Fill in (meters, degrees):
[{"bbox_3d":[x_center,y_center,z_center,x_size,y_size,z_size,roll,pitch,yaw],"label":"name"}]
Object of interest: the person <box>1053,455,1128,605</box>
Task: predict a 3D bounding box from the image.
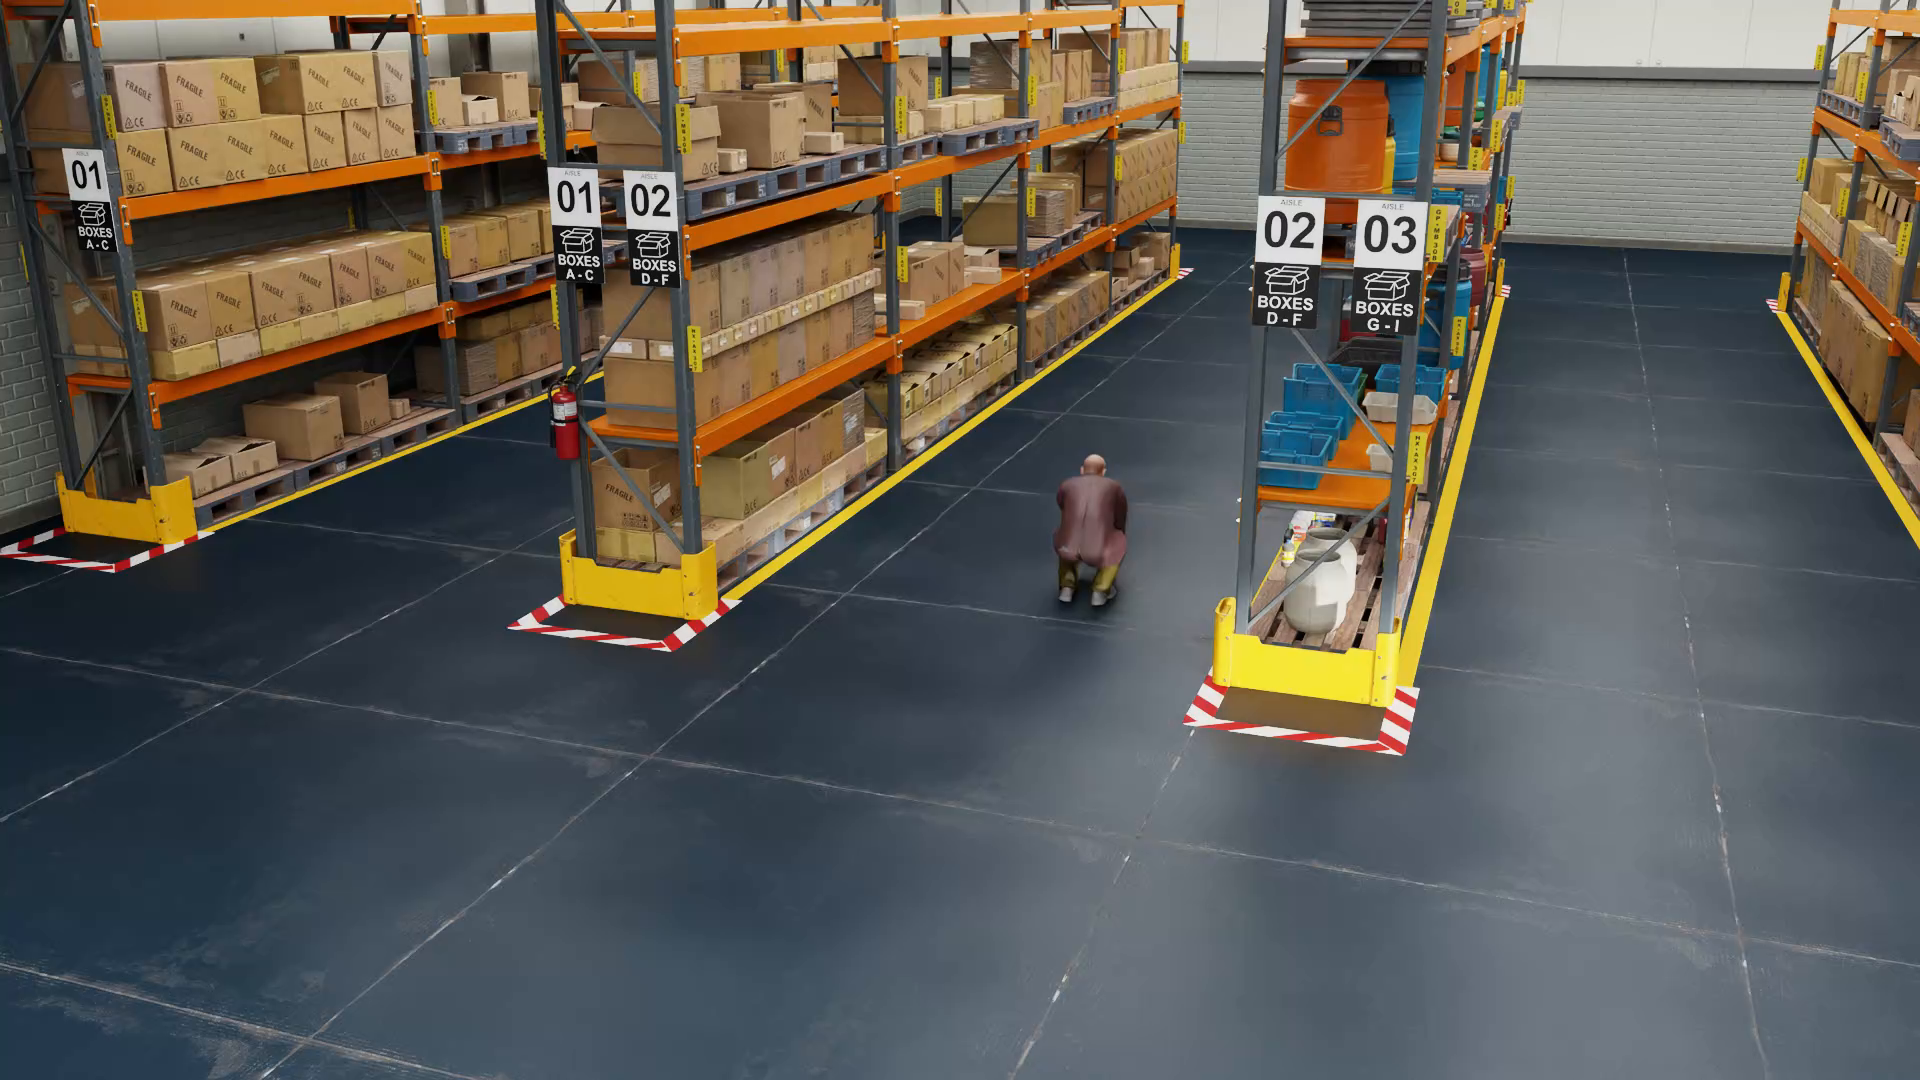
[{"bbox_3d":[0.999,-0.088,12.582,0.583,1.006,0.921,6,19,17],"label":"person"}]
